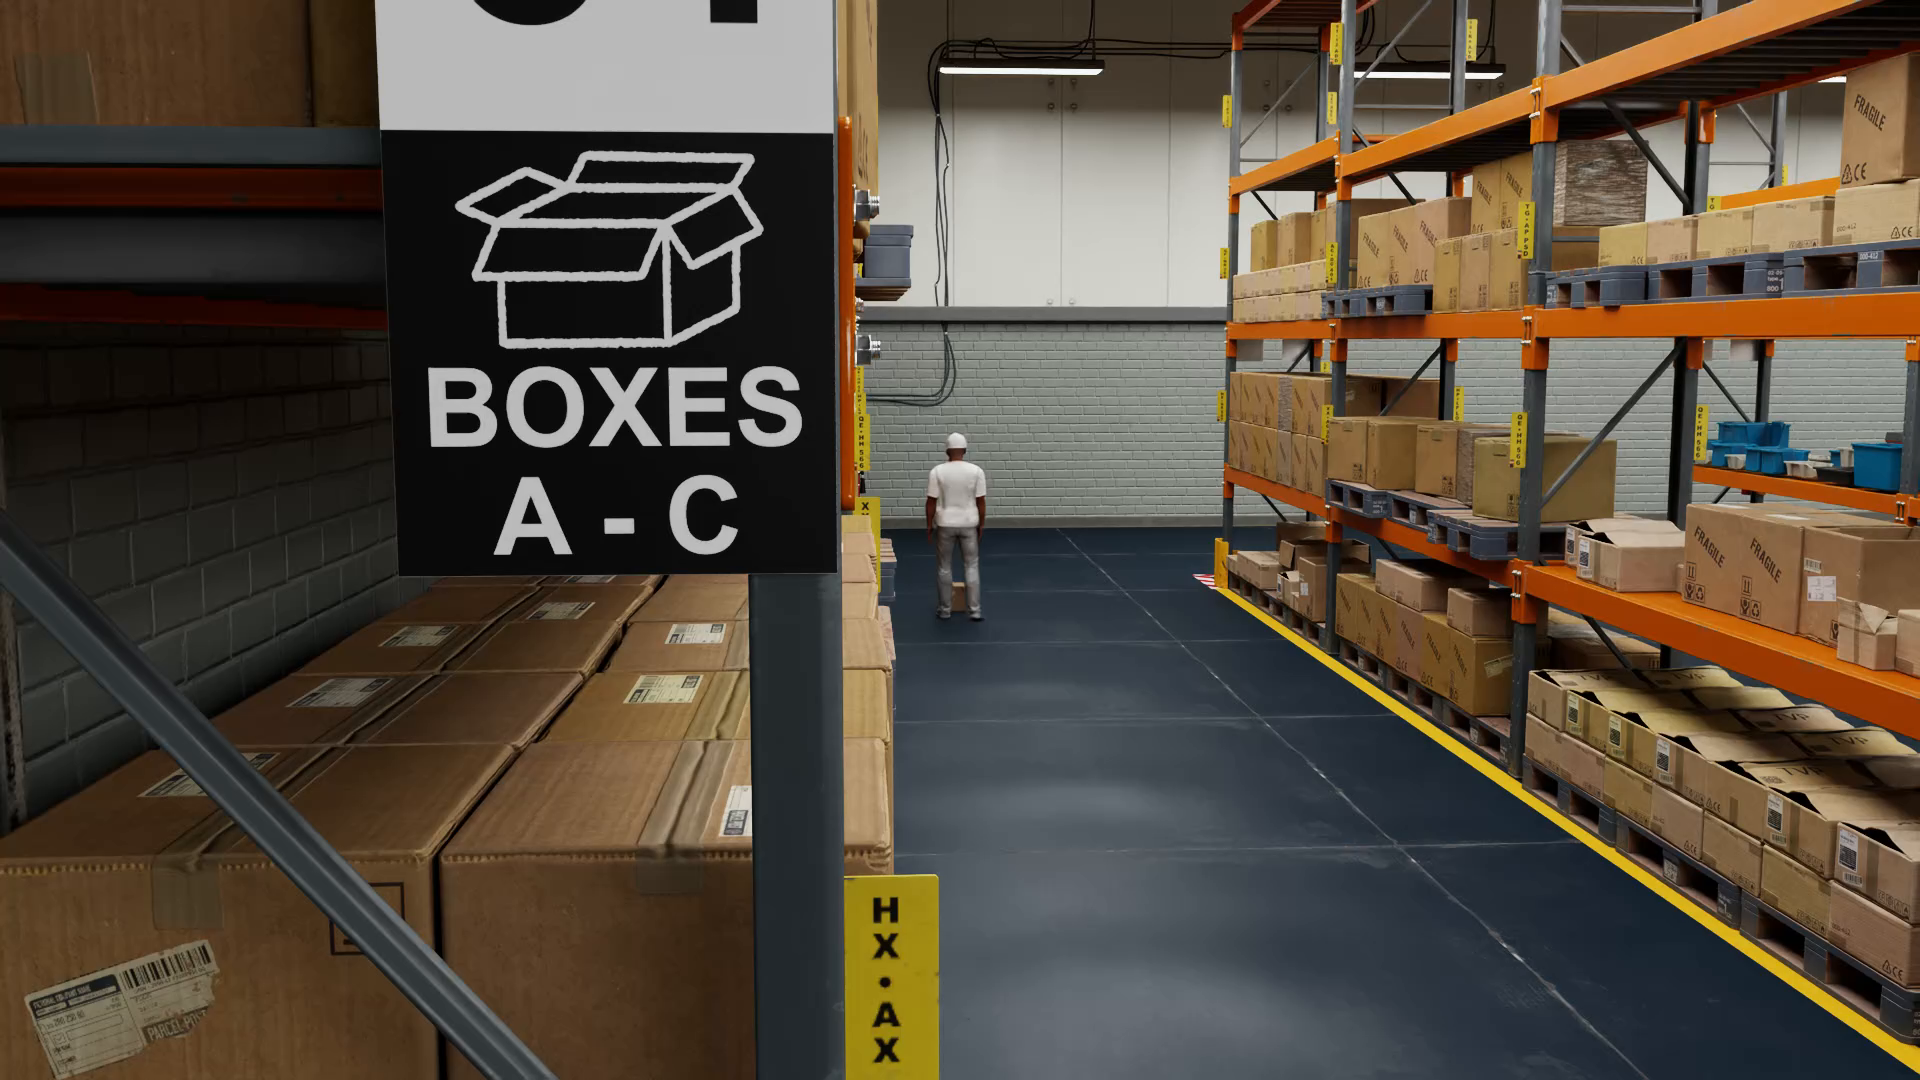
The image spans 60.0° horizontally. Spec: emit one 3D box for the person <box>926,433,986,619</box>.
[{"bbox_3d":[-0.045,-0.111,15.779,0.566,1.809,0.409,0,7,-4],"label":"person"}]
